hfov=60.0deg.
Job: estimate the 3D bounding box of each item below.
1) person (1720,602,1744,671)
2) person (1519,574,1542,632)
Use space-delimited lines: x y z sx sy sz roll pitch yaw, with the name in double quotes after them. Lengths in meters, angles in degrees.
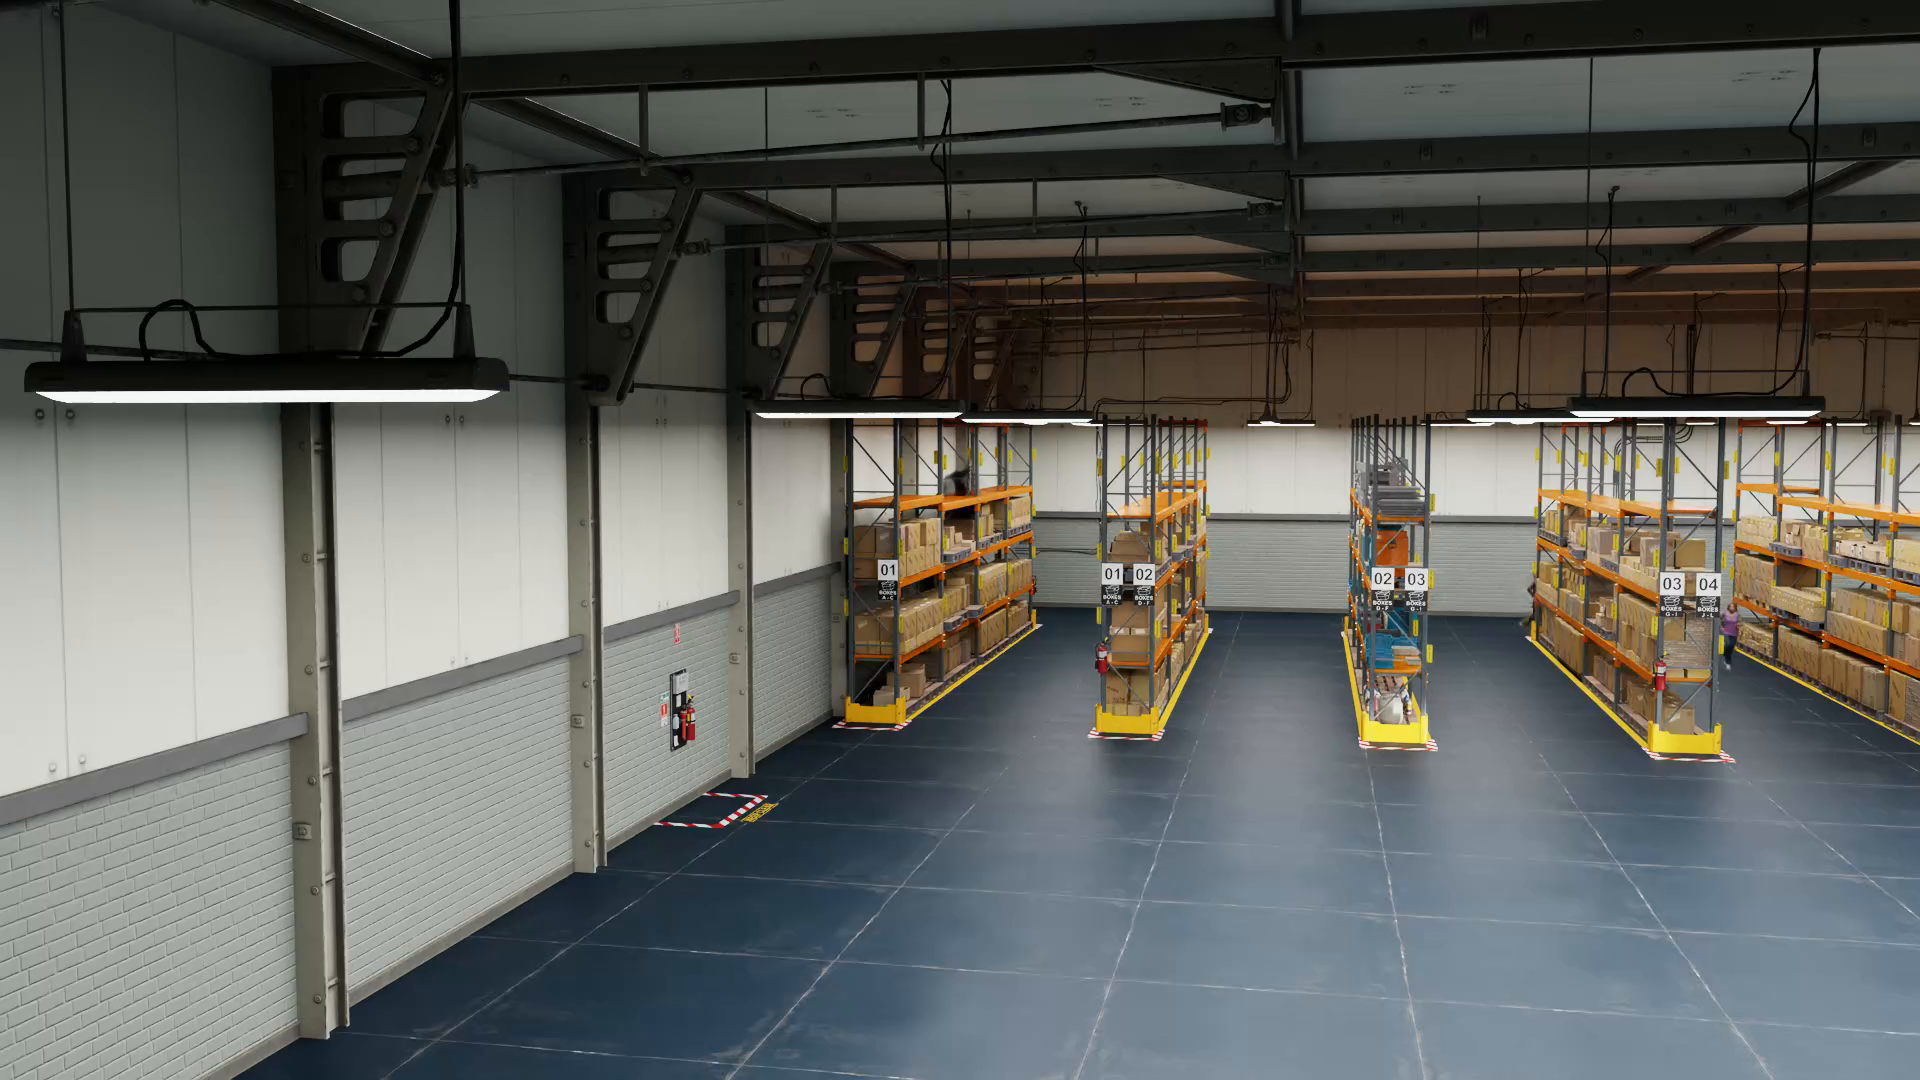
18.401 2.294 39.727 0.511 1.637 0.784 1 4 9 "person"
16.066 1.830 46.175 1.063 1.567 0.703 2 4 24 "person"
